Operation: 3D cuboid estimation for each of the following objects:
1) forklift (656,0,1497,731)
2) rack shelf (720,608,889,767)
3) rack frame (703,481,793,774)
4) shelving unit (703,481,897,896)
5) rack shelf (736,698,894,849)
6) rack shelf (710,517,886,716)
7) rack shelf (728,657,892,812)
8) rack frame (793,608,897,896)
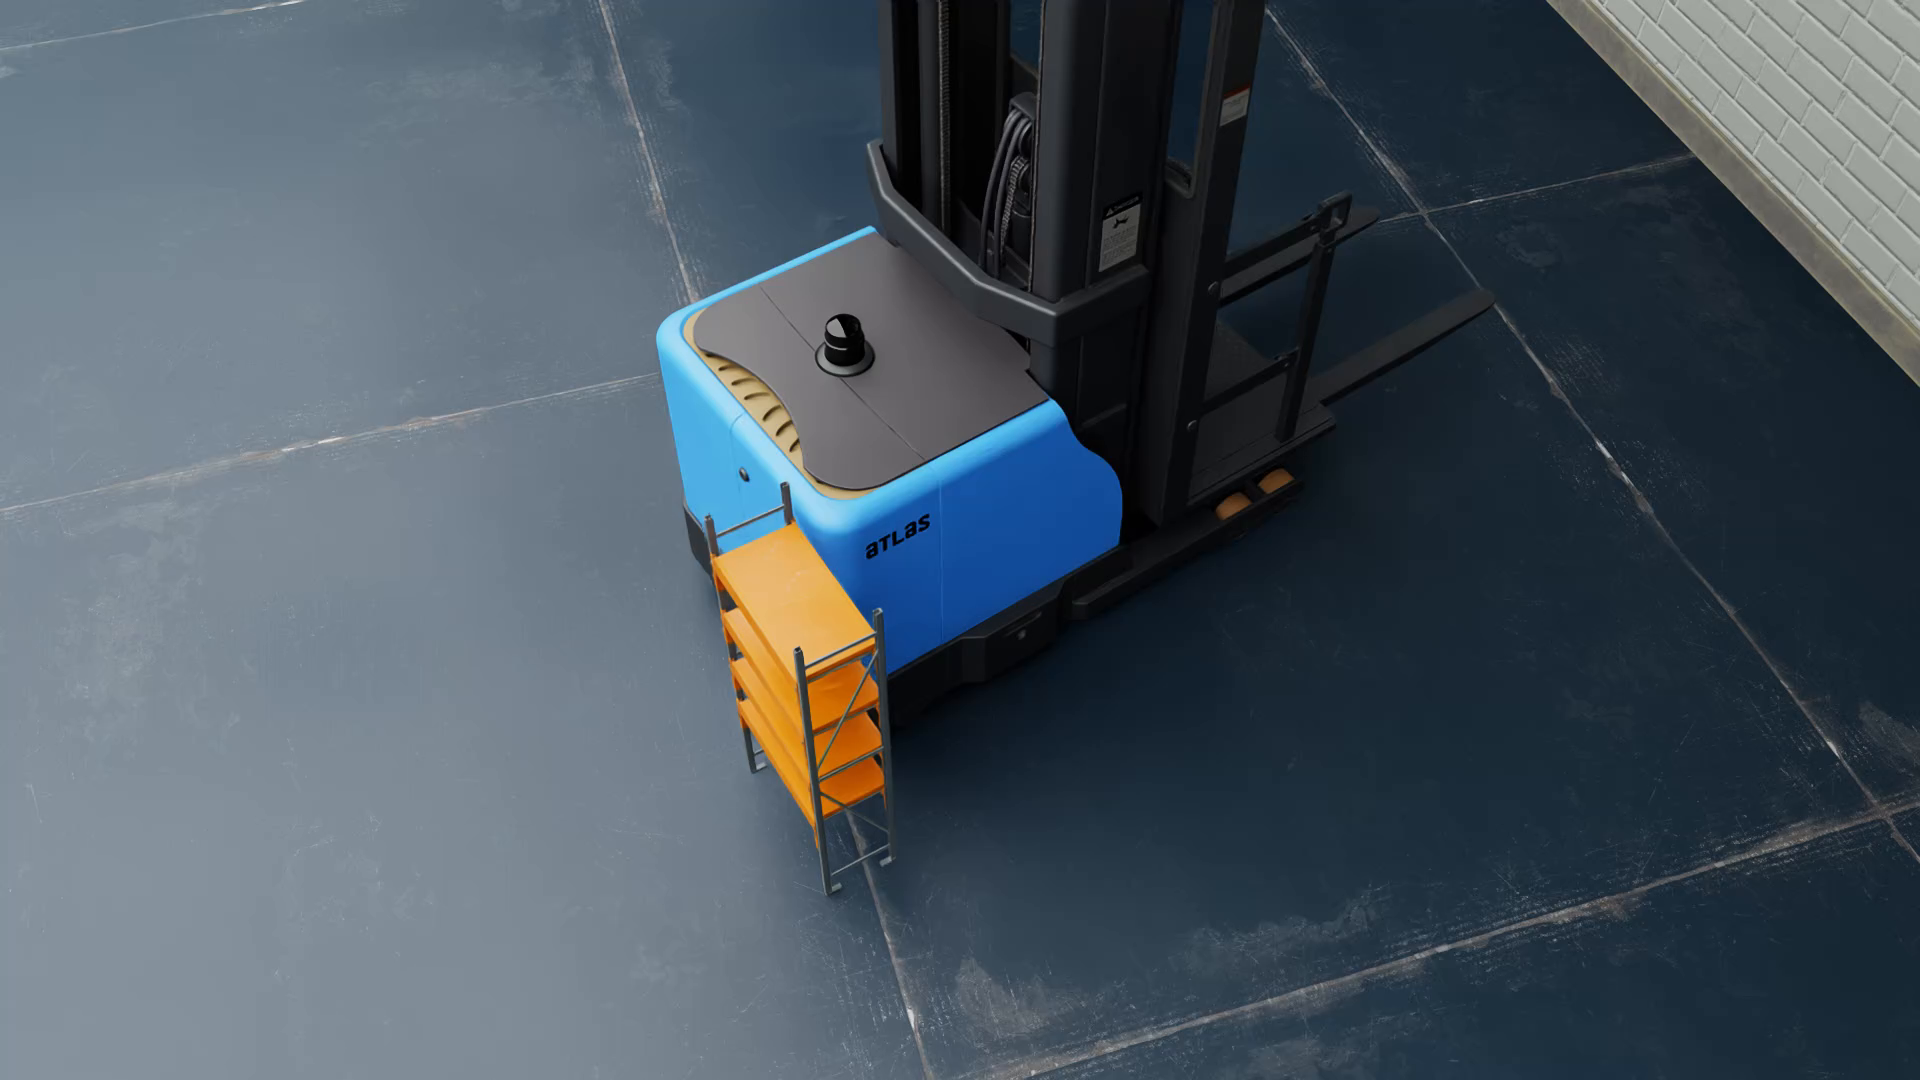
[{"bbox_3d":[0.585,-1.248,4.885,3.031,2.935,1.130,-28,55,-22],"label":"forklift"},{"bbox_3d":[-0.420,0.343,4.471,0.258,0.148,0.480,-25,54,-20],"label":"rack shelf"},{"bbox_3d":[-0.548,0.285,4.725,0.240,1.200,0.015,-25,54,-20],"label":"rack frame"},{"bbox_3d":[-0.420,0.444,4.591,0.258,1.200,0.503,-25,54,-20],"label":"shelving unit"},{"bbox_3d":[-0.420,0.616,4.794,0.258,0.148,0.480,-25,54,-20],"label":"rack shelf"},{"bbox_3d":[-0.420,0.191,4.290,0.258,0.148,0.480,-25,54,-20],"label":"rack shelf"},{"bbox_3d":[-0.420,0.488,4.642,0.258,0.148,0.480,-25,54,-20],"label":"rack shelf"},{"bbox_3d":[-0.293,0.603,4.457,0.240,1.200,0.015,-25,54,-20],"label":"rack frame"}]
